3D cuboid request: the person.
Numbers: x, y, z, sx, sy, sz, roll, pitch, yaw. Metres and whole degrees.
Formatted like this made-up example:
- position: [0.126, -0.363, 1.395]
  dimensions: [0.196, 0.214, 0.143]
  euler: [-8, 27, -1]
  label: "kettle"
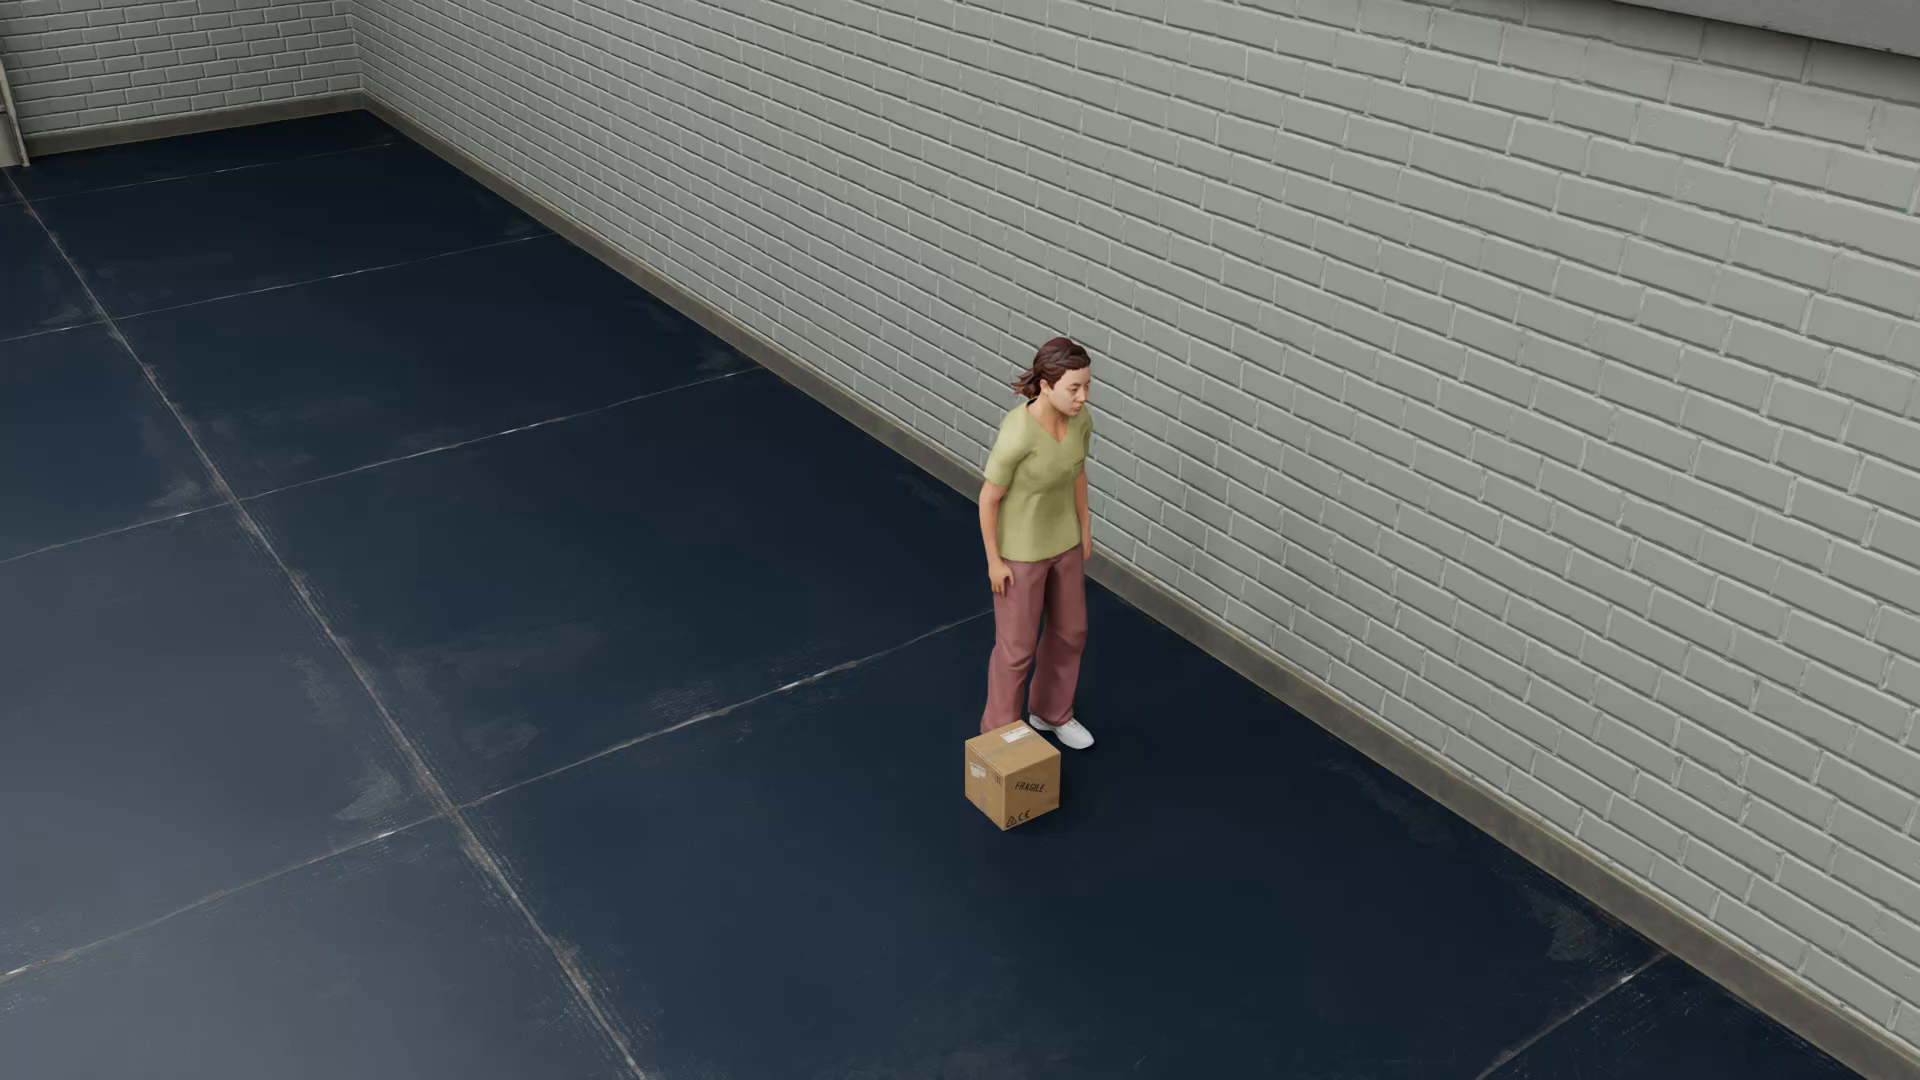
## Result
- position: [0.299, 0.047, 6.042]
  dimensions: [0.511, 1.671, 0.363]
  euler: [-21, 35, -33]
  label: "person"
